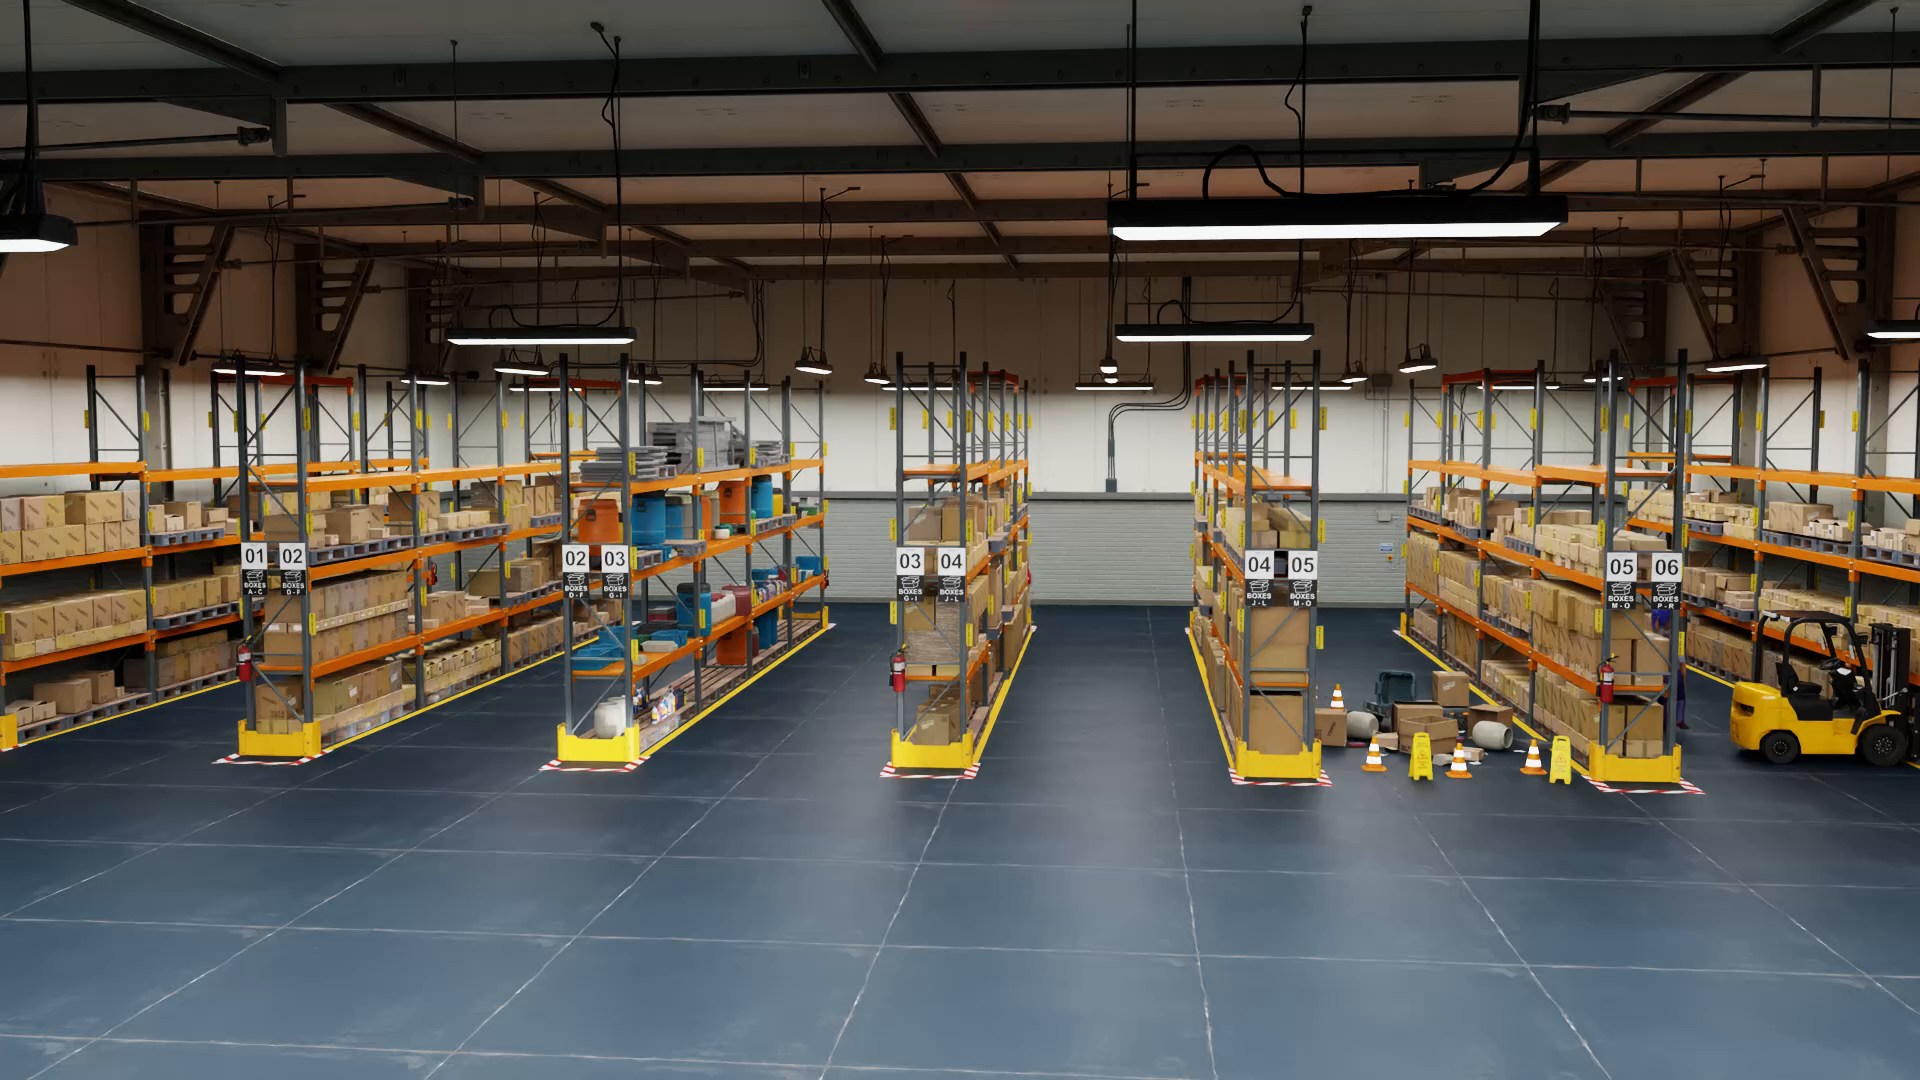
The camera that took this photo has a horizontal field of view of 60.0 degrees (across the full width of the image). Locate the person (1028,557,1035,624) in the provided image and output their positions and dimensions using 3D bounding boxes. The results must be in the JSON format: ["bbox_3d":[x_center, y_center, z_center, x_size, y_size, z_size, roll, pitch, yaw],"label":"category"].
[{"bbox_3d":[1.515,1.211,41.087,0.640,1.717,0.587,2,4,22],"label":"person"}]

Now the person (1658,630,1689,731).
[{"bbox_3d":[11.488,2.316,26.854,0.541,1.572,0.513,1,4,11],"label":"person"}]

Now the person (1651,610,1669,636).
[{"bbox_3d":[13.695,1.884,32.554,0.495,1.674,0.389,-3,5,-32],"label":"person"}]

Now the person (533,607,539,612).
[{"bbox_3d":[-10.816,1.175,41.600,0.621,1.809,0.566,-2,4,-22],"label":"person"}]
